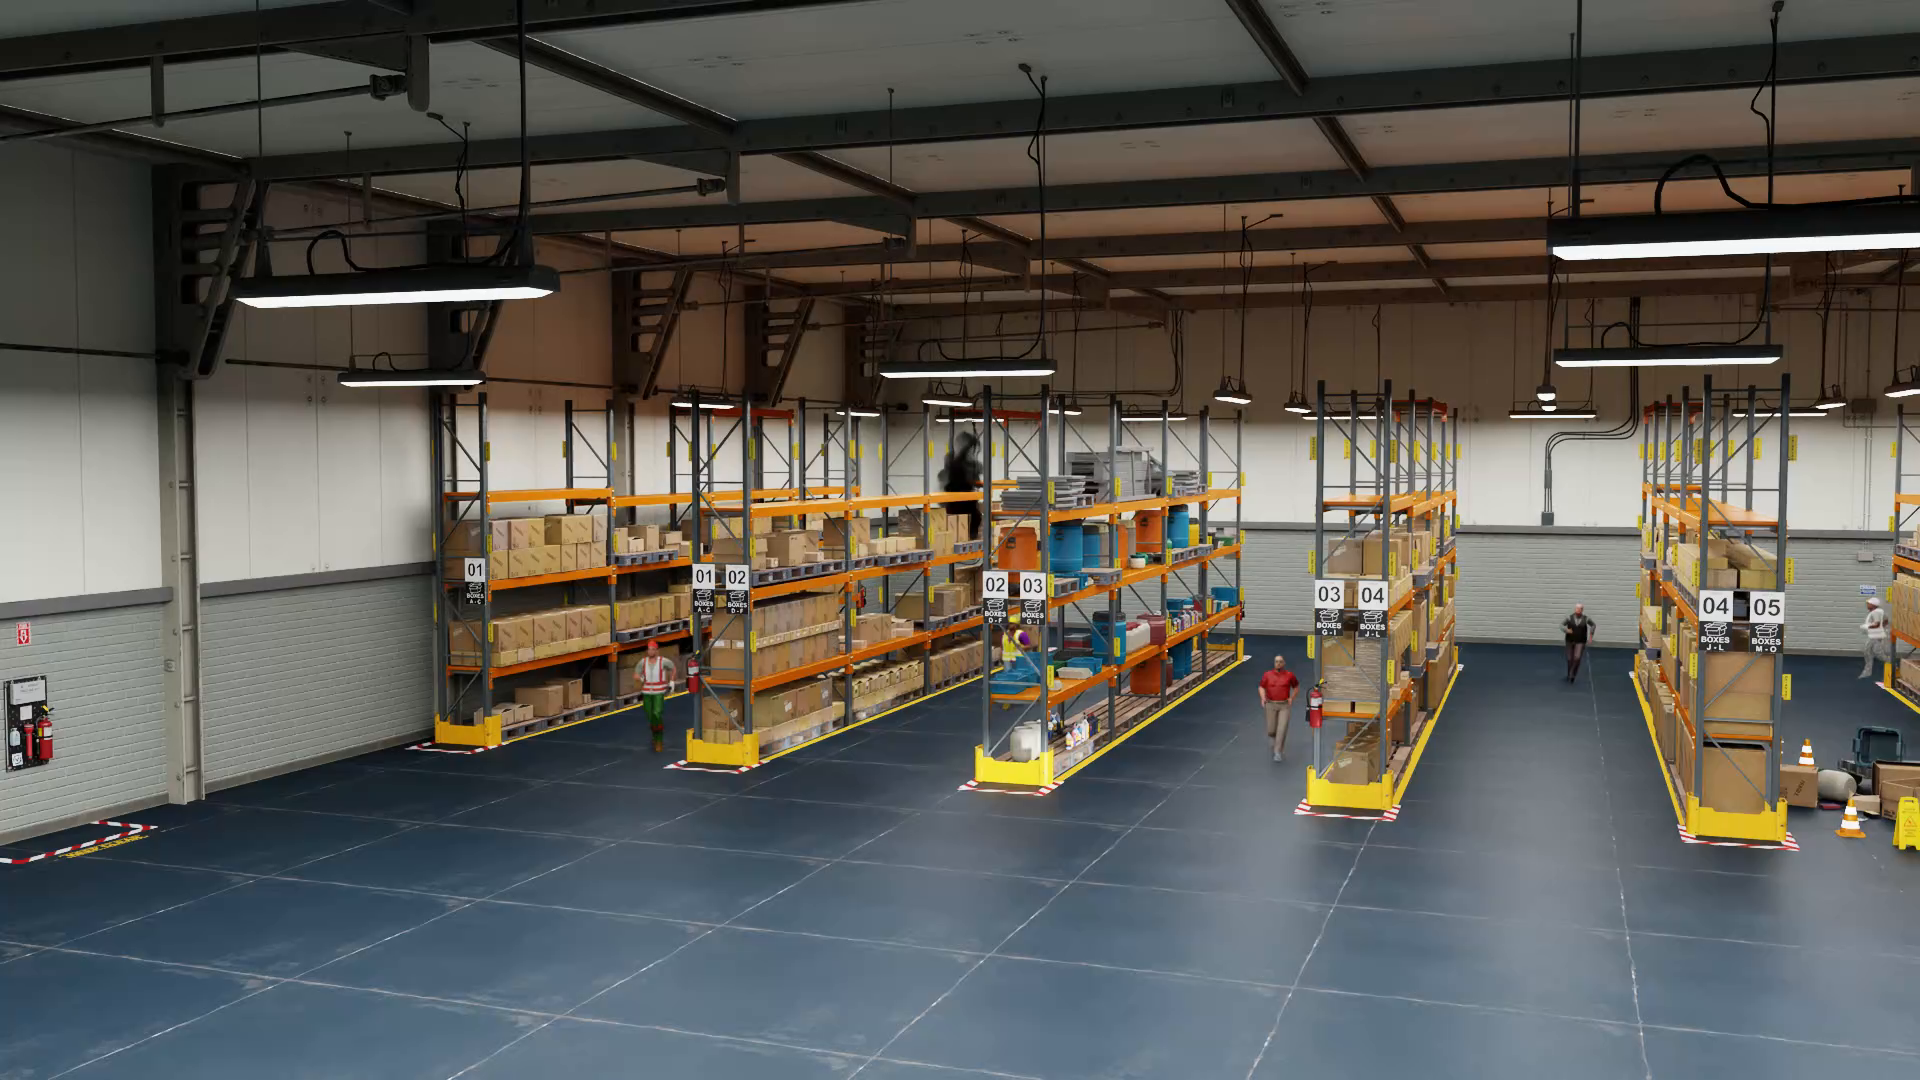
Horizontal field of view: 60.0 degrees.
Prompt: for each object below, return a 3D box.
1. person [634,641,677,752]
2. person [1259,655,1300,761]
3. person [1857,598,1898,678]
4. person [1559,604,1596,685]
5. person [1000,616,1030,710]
[{"bbox_3d":[-5.147,2.621,27.930,0.665,1.858,0.726,0,3,7],"label":"person"},{"bbox_3d":[5.200,2.721,27.102,0.662,1.686,0.698,1,3,13],"label":"person"},{"bbox_3d":[20.175,2.177,36.478,0.819,1.821,0.677,2,3,28],"label":"person"},{"bbox_3d":[13.323,2.253,35.921,0.705,1.765,0.753,2,3,28],"label":"person"},{"bbox_3d":[1.066,2.401,32.504,0.664,1.833,0.783,1,3,16],"label":"person"}]
